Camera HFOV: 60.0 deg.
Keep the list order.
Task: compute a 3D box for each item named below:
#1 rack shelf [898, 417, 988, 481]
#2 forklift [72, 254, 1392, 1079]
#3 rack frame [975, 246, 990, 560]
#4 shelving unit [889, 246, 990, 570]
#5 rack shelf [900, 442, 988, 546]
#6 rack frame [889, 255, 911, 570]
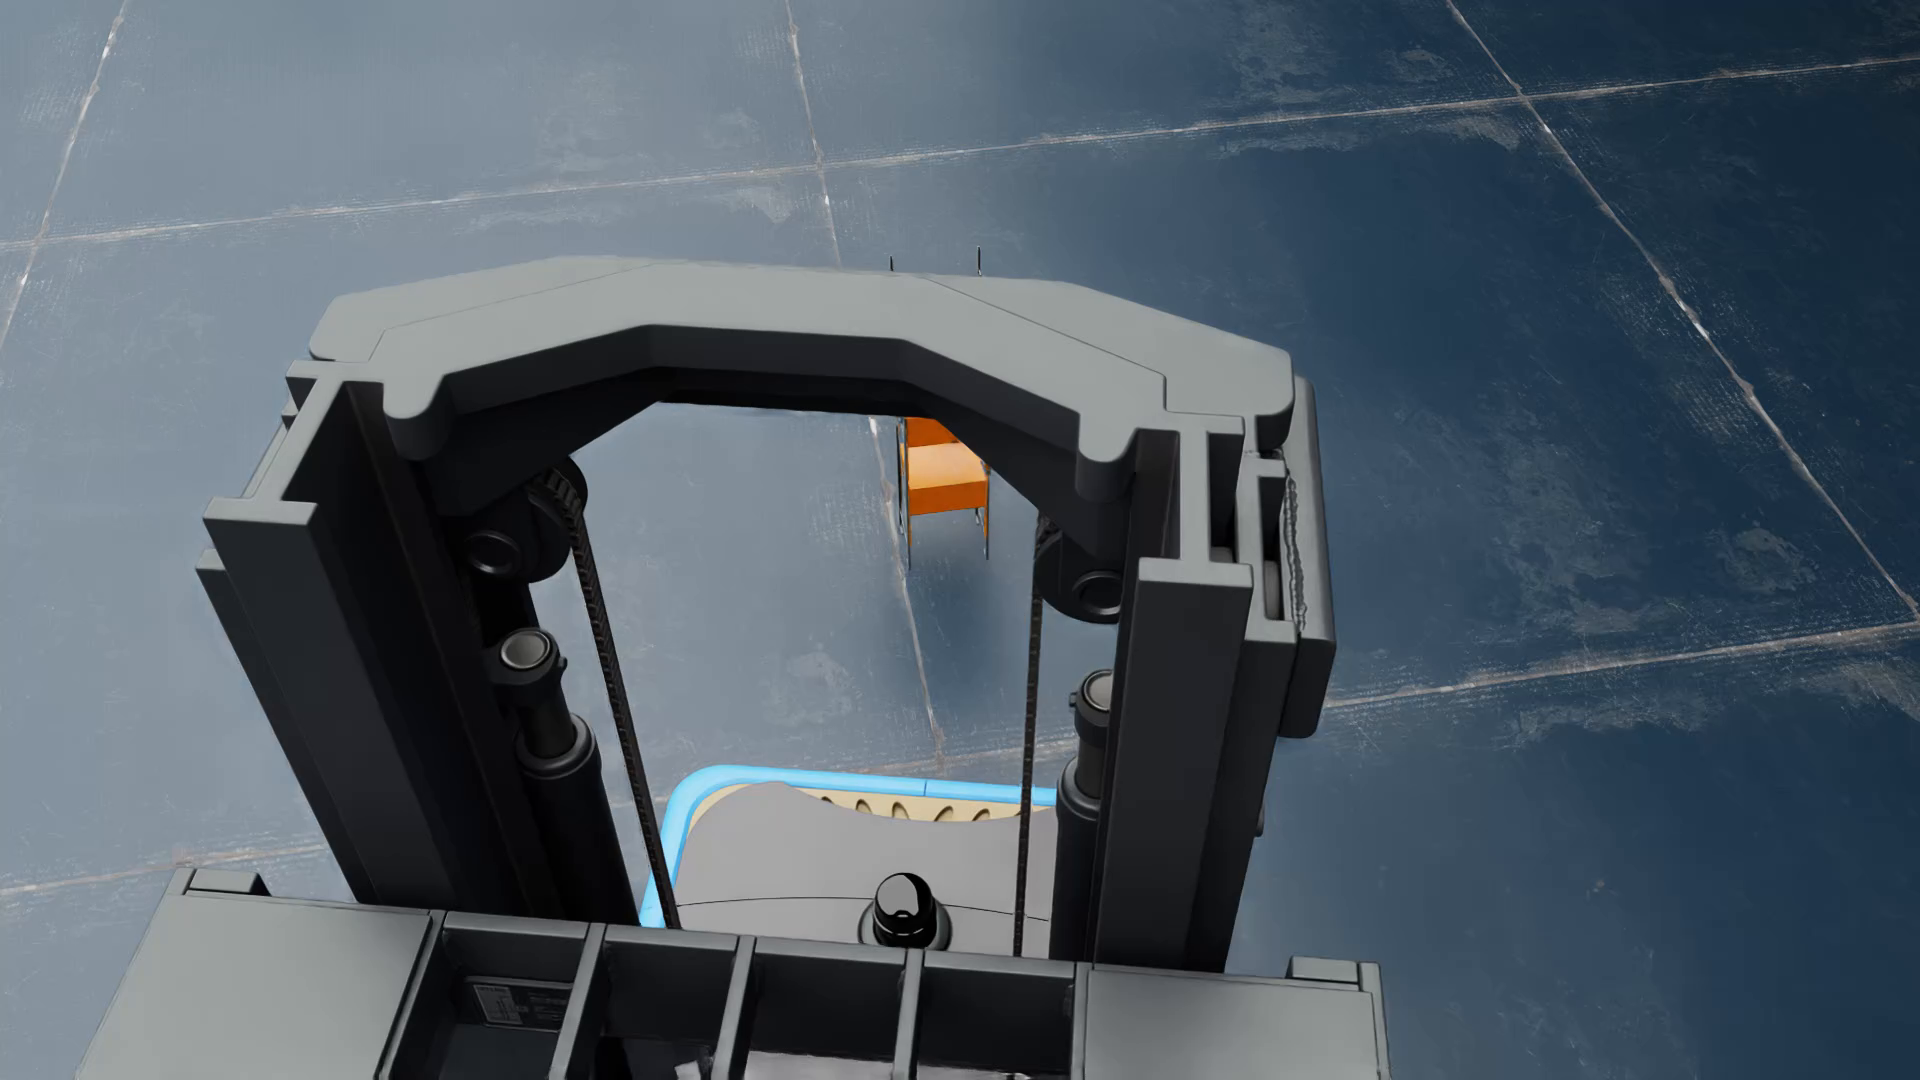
[{"bbox_3d":[-0.053,-0.350,4.873,0.240,0.259,0.215,-7,46,-7],"label":"rack shelf"},{"bbox_3d":[-0.201,1.263,1.998,1.130,2.935,3.031,4,46,4],"label":"forklift"},{"bbox_3d":[0.067,-0.373,4.880,0.008,1.050,0.200,-7,46,-7],"label":"rack frame"},{"bbox_3d":[-0.053,-0.358,4.866,0.252,1.050,0.215,-7,46,-7],"label":"shelving unit"},{"bbox_3d":[-0.053,-0.158,5.073,0.240,0.259,0.215,-7,46,-7],"label":"rack shelf"},{"bbox_3d":[-0.173,-0.343,4.851,0.008,1.050,0.200,-7,46,-7],"label":"rack frame"}]
